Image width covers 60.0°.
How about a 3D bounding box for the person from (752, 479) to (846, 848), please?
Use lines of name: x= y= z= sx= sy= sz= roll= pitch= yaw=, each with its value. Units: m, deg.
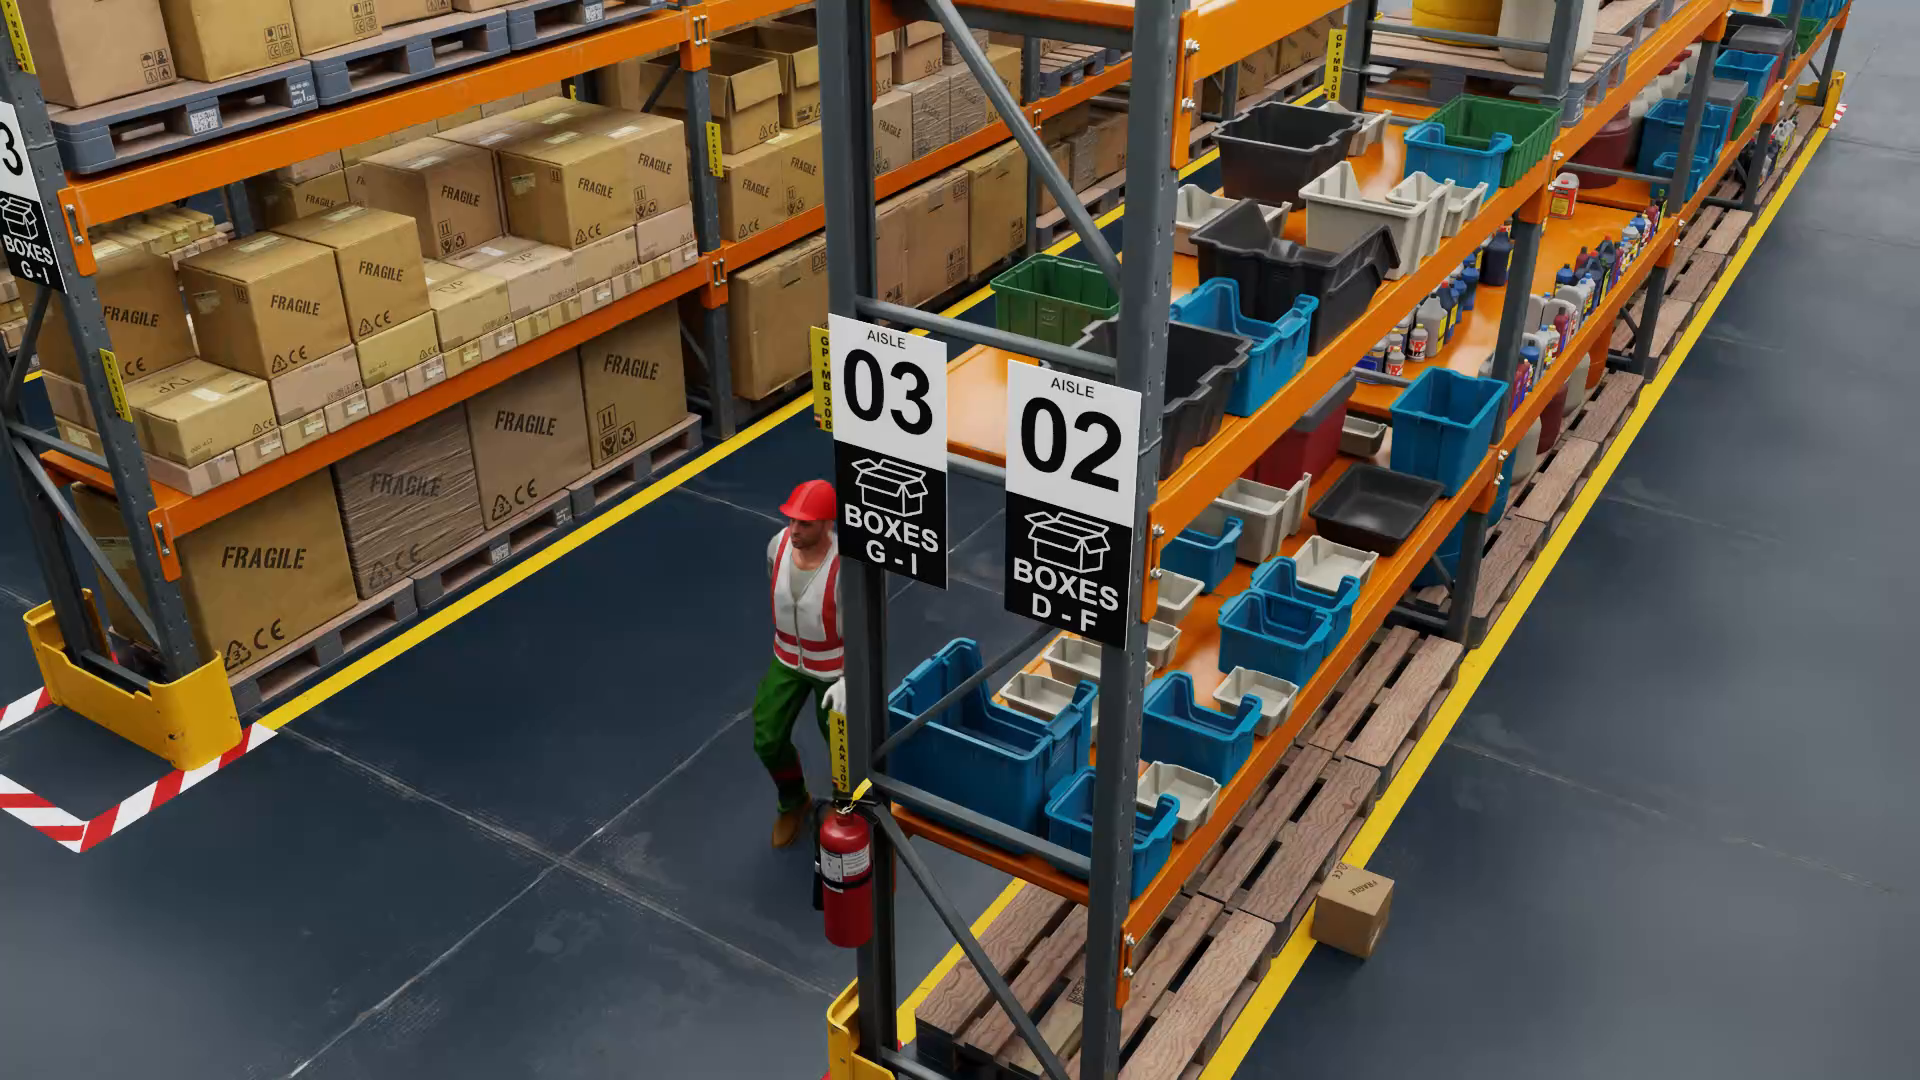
person: x=-0.623 y=0.562 z=7.200 sx=0.543 sy=1.838 sz=0.511 roll=13 pitch=33 yaw=22
